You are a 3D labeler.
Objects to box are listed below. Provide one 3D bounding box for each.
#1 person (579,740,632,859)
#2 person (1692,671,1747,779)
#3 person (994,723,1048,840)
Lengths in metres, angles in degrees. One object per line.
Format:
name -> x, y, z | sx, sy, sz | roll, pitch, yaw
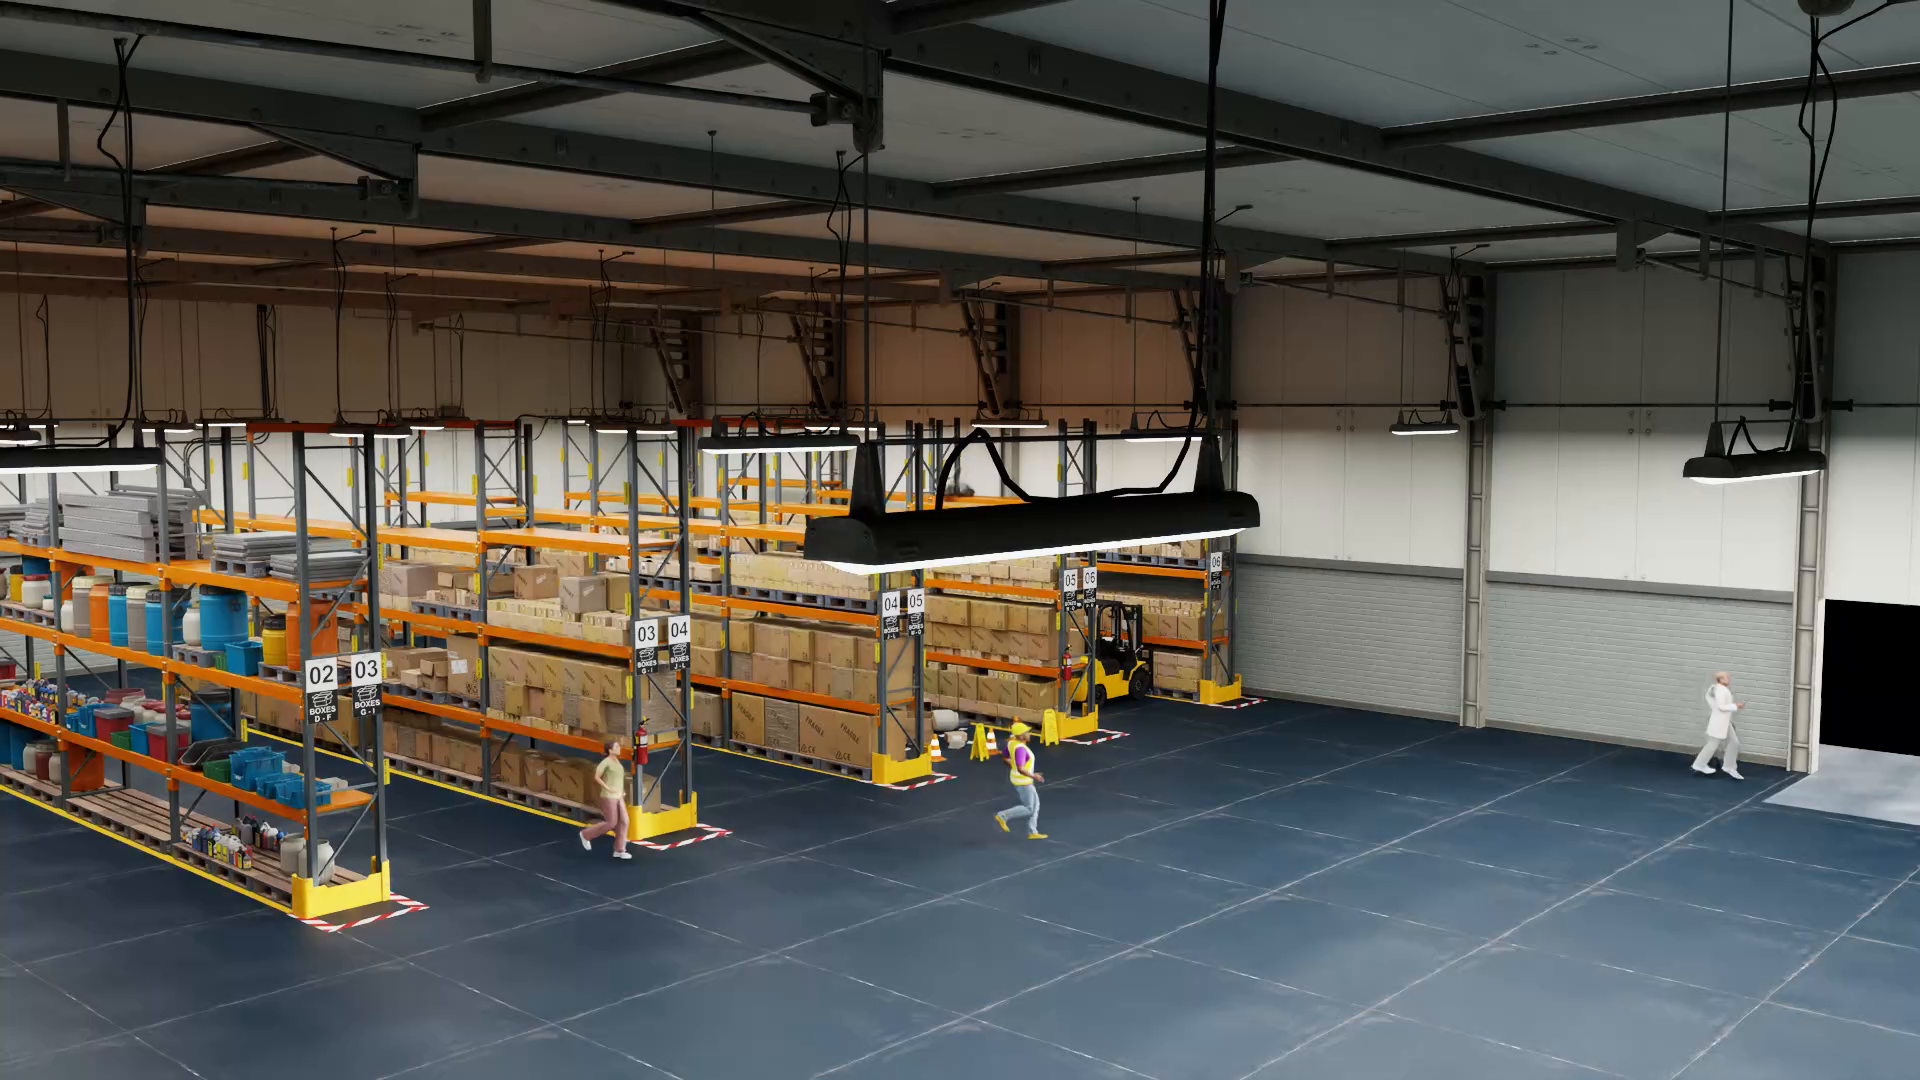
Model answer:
person -> -4.889, 3.610, 23.368 | 0.819, 1.618, 0.634 | 1, 5, 17
person -> 12.896, 3.135, 28.222 | 0.811, 1.837, 0.699 | 3, 5, 31
person -> 0.879, 3.503, 24.133 | 0.815, 1.727, 0.712 | -1, 5, -11
